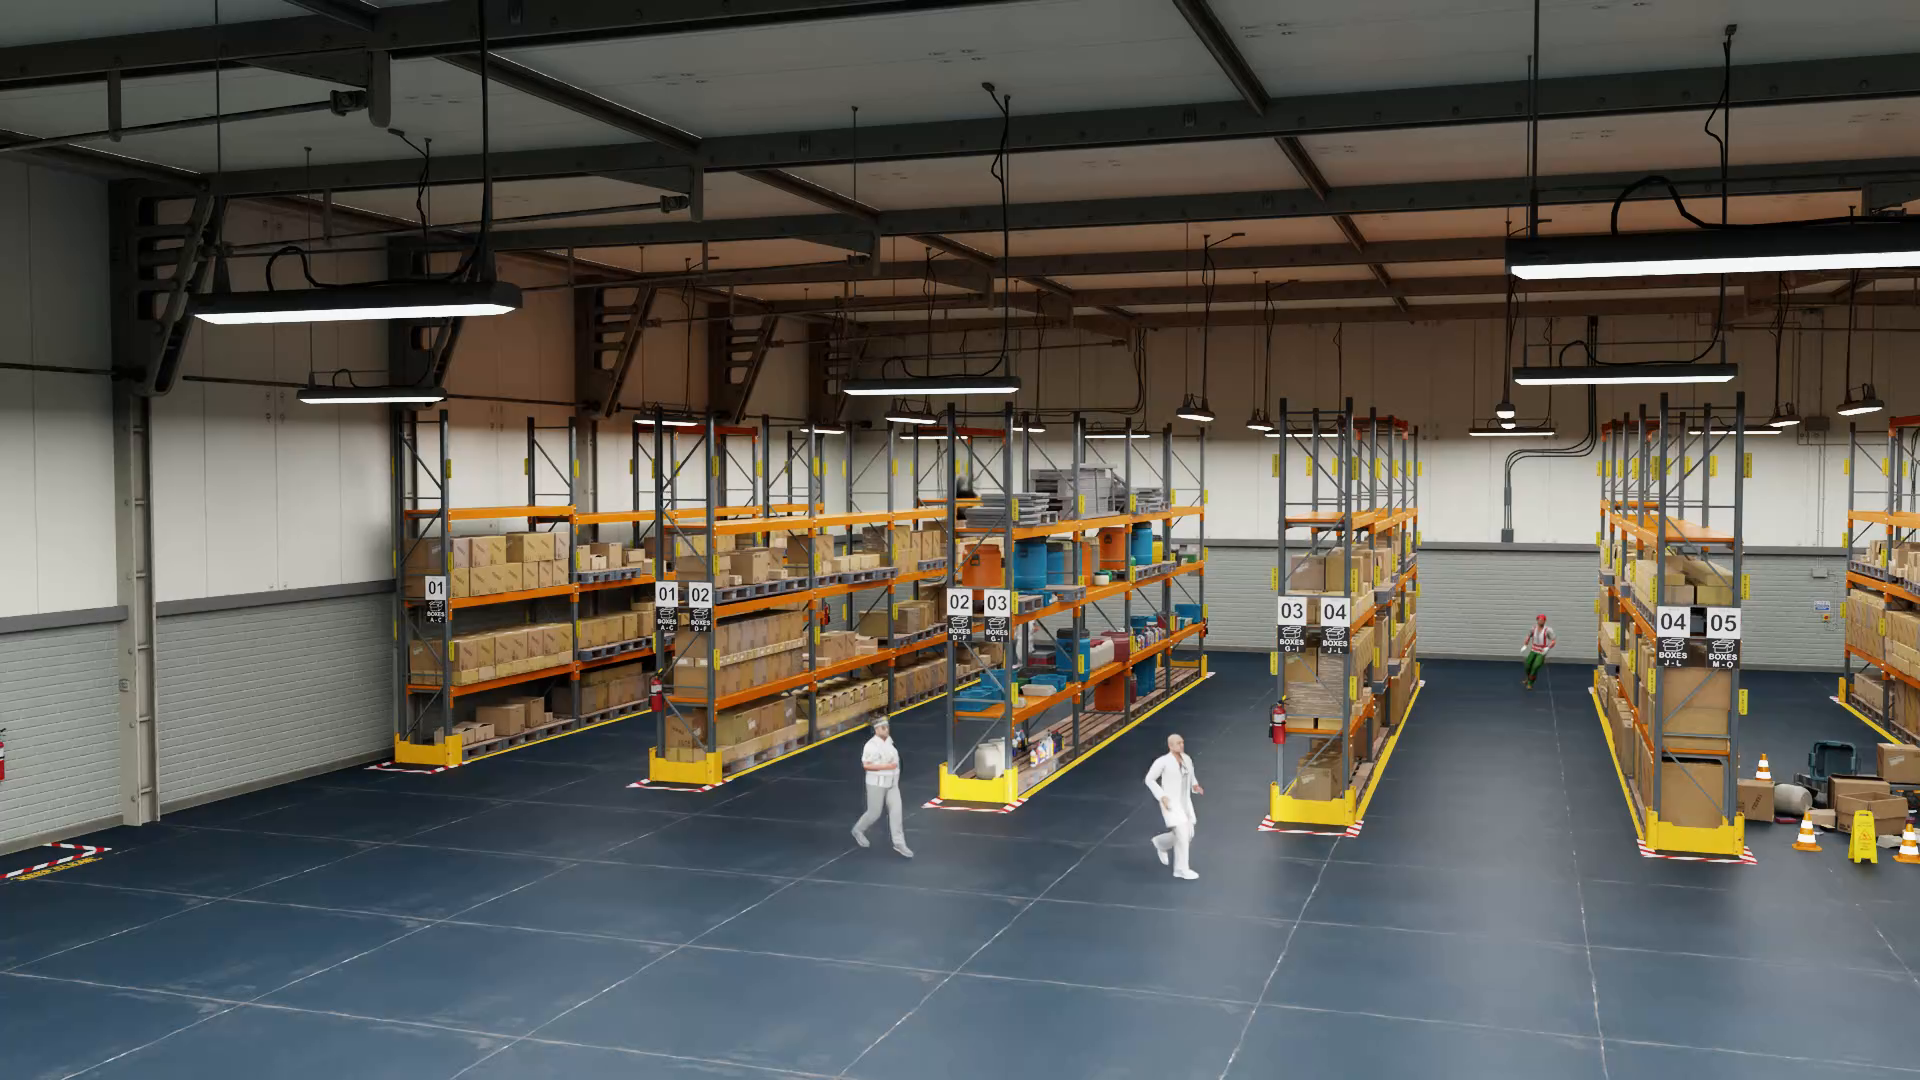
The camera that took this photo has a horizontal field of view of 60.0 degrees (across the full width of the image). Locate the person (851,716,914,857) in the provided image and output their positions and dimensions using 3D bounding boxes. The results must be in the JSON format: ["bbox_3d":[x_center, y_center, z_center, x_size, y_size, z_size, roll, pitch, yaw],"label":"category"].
[{"bbox_3d":[-1.012,3.169,21.546,0.967,1.786,0.659,2,3,42],"label":"person"}]

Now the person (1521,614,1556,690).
[{"bbox_3d":[13.080,2.528,37.637,0.807,1.712,0.678,2,3,41],"label":"person"}]

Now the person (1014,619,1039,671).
[{"bbox_3d":[1.441,2.265,36.841,0.633,1.830,0.676,0,2,4],"label":"person"}]

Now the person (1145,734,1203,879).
[{"bbox_3d":[2.612,3.249,20.412,0.709,1.742,0.798,-2,3,-37],"label":"person"}]
